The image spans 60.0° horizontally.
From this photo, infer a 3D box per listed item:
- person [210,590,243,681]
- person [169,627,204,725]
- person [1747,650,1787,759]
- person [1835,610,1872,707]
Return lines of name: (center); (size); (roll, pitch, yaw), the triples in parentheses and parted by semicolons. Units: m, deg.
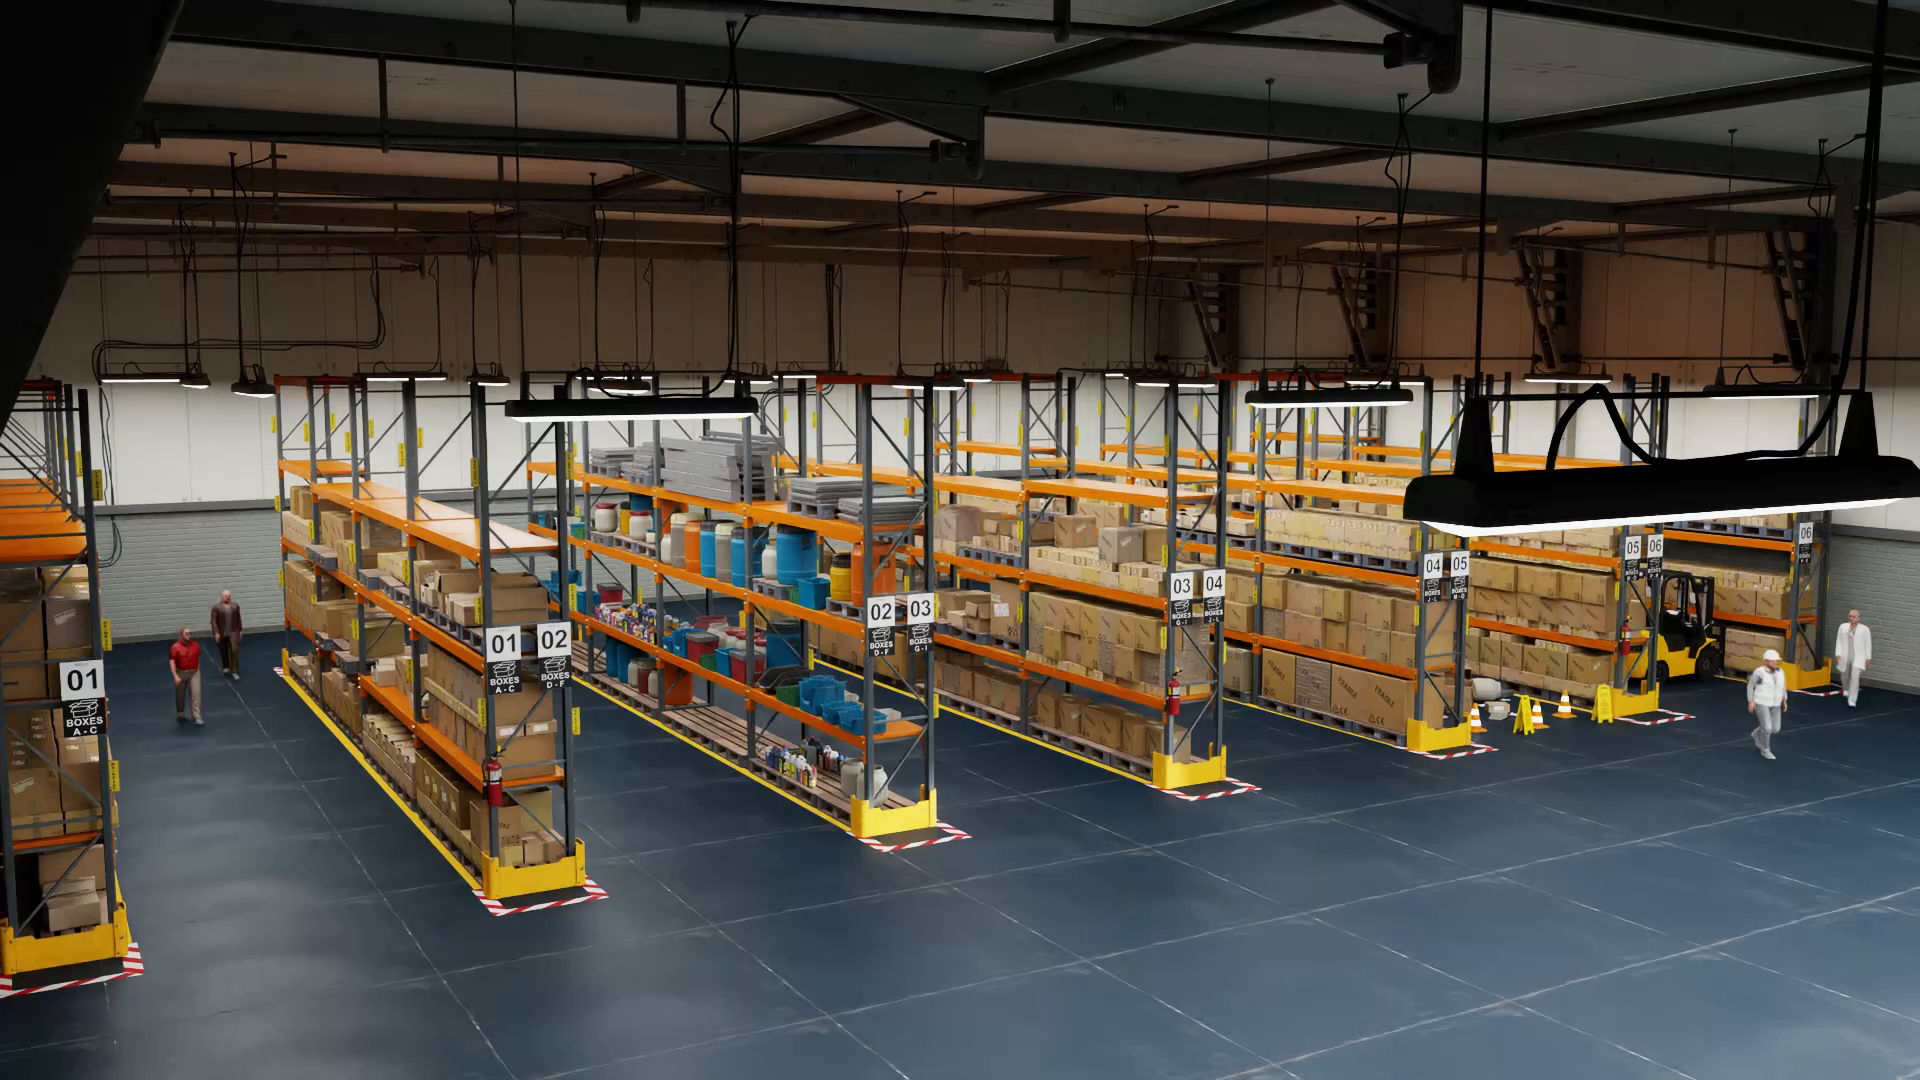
person: (-14.498, 1.862, 32.871); (0.559, 1.709, 1.100); (-2, 7, -20)
person: (-13.412, 2.343, 28.793); (0.518, 1.664, 1.099); (-4, 7, -33)
person: (12.794, 2.577, 26.466); (0.598, 1.747, 0.700); (-1, 6, -10)
person: (16.330, 2.136, 30.390); (0.579, 1.733, 1.113); (4, 7, 33)
